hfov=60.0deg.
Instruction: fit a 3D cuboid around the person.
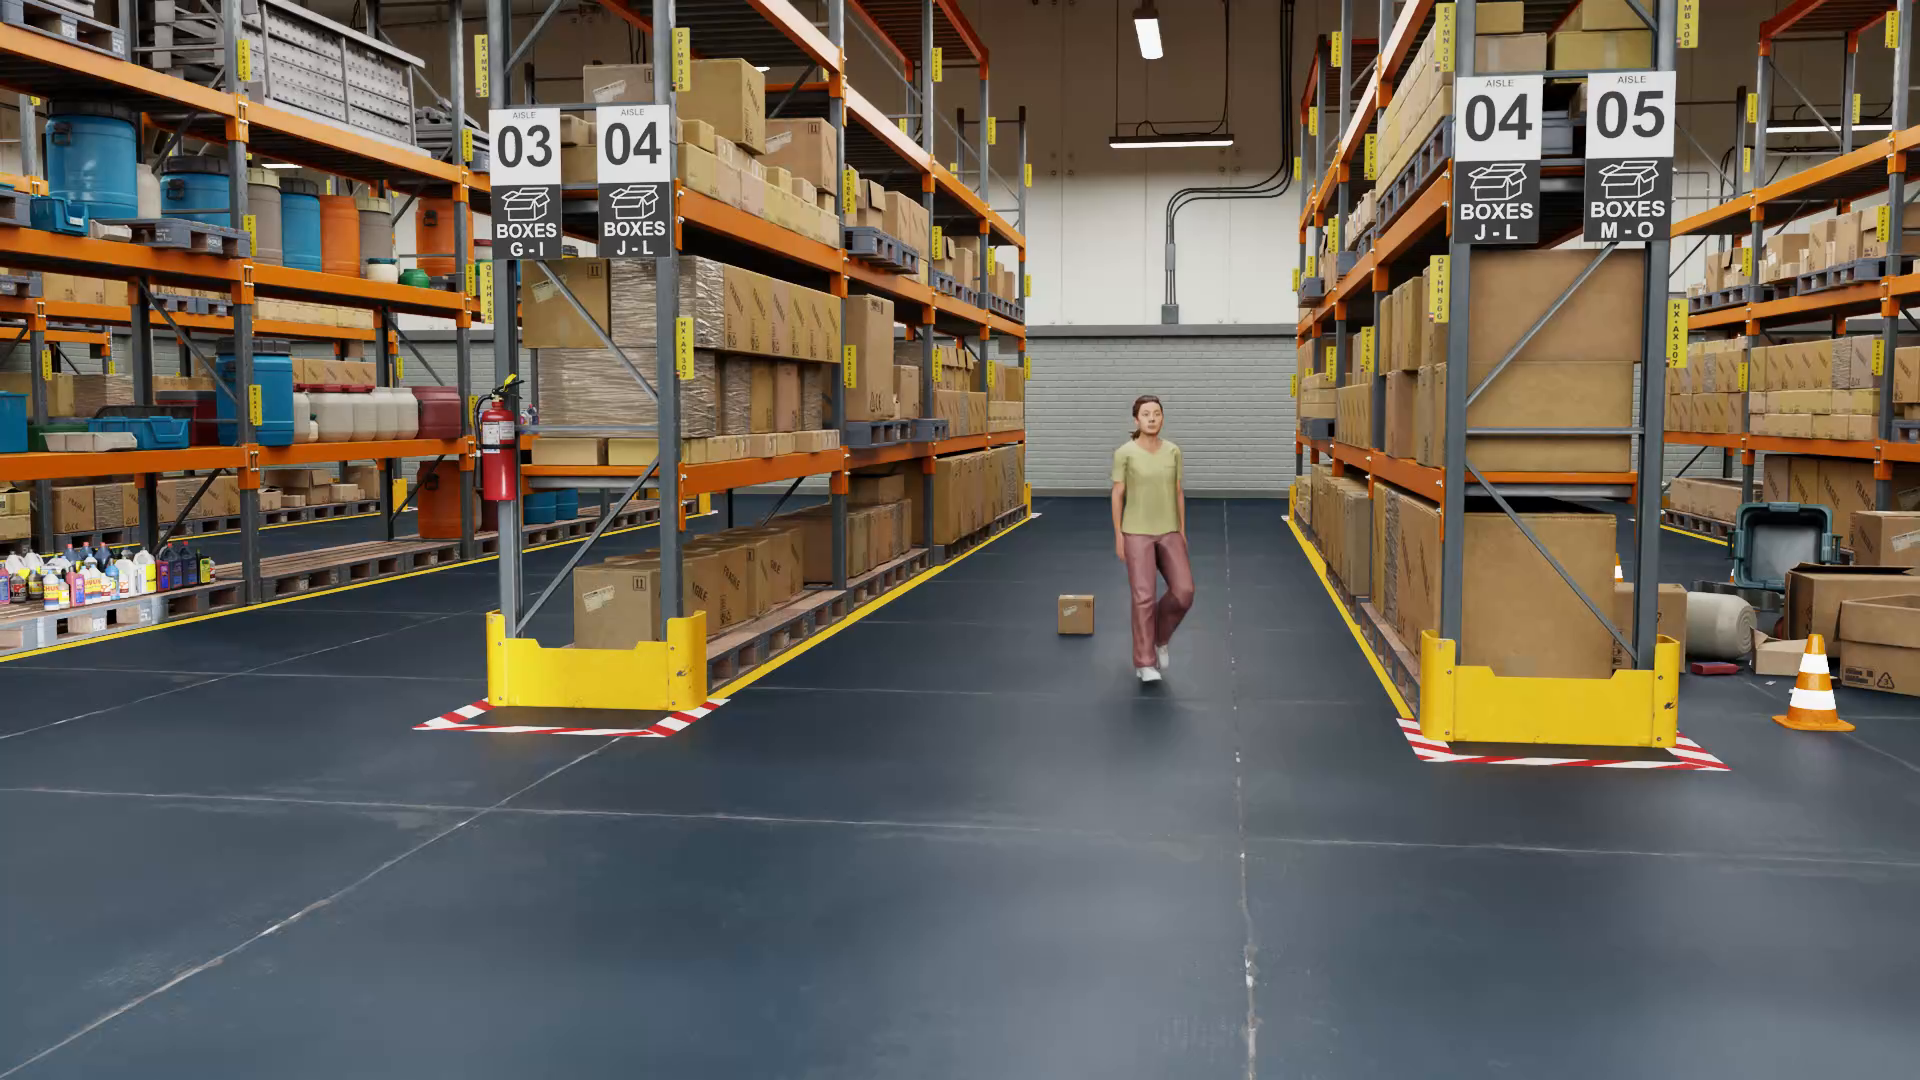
[{"bbox_3d":[1.115,-0.015,9.750,0.465,1.658,0.496,-1,5,-11],"label":"person"}]
